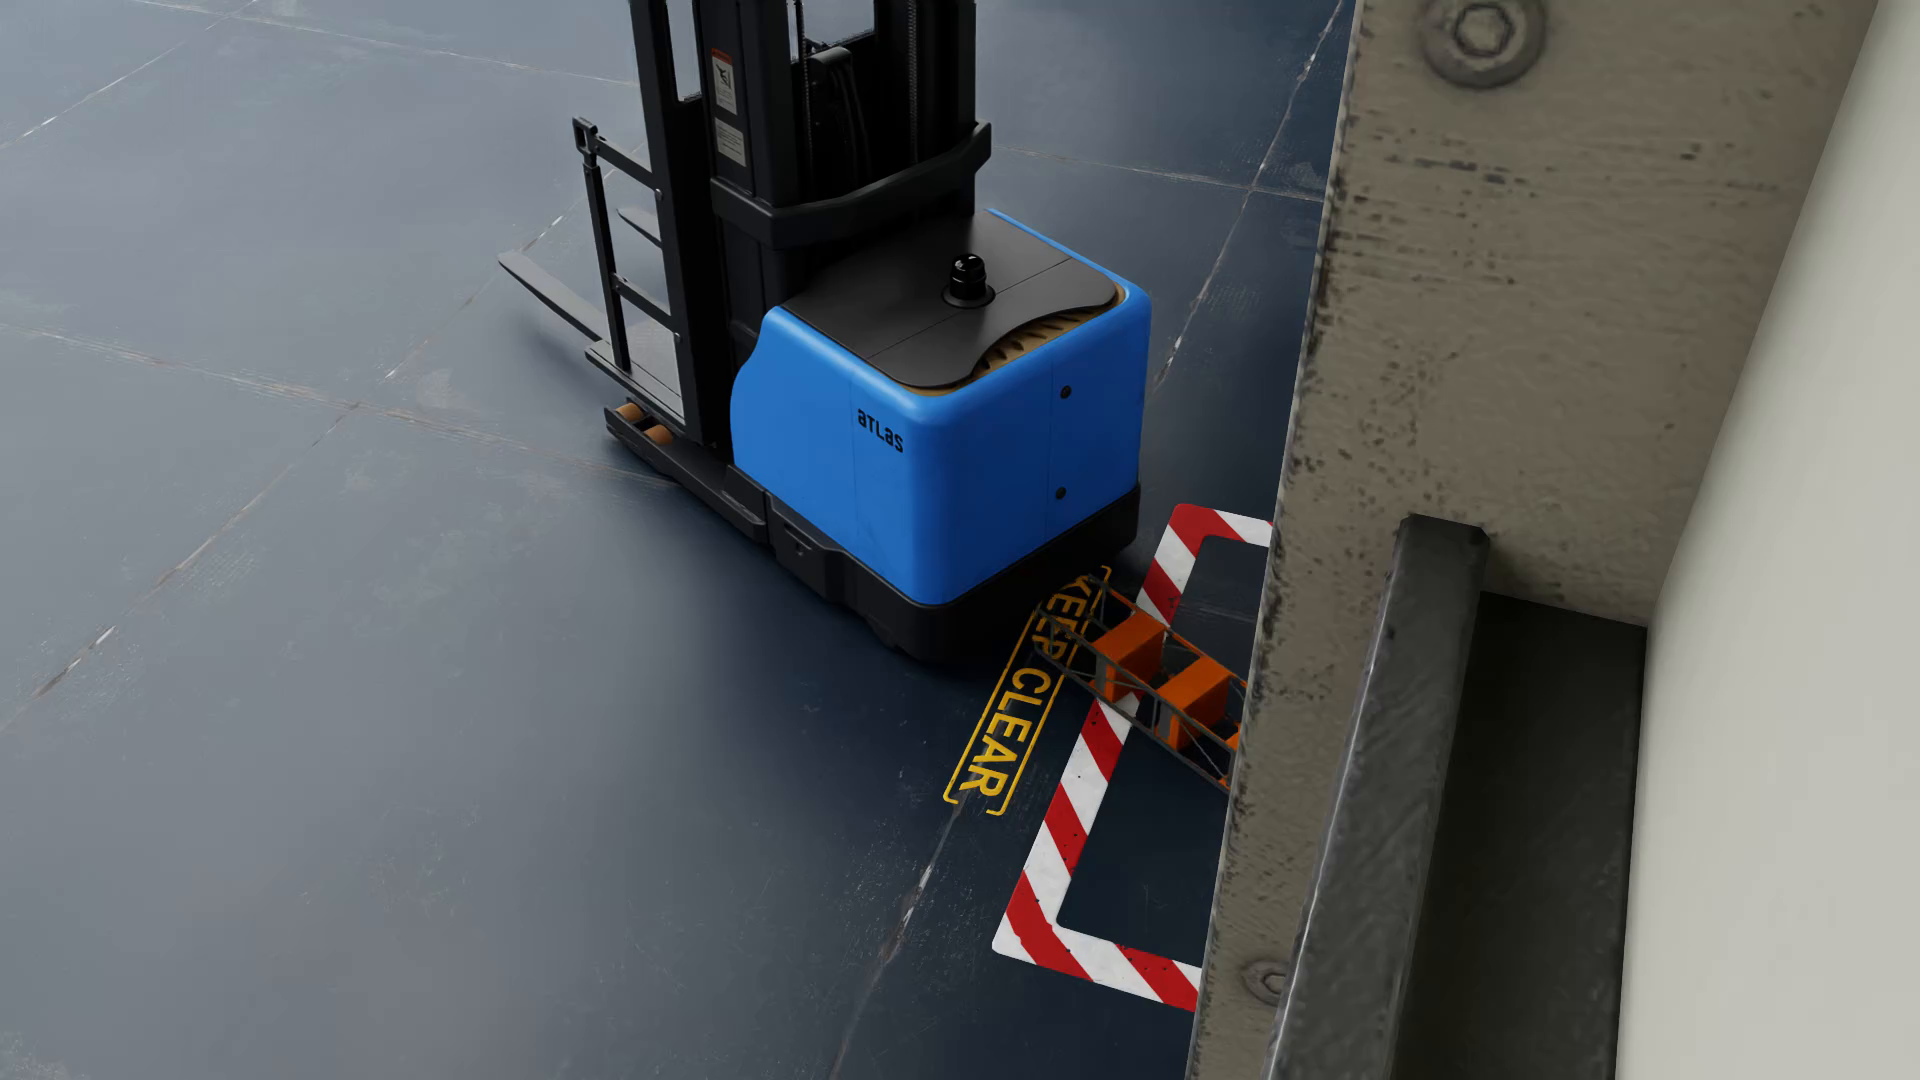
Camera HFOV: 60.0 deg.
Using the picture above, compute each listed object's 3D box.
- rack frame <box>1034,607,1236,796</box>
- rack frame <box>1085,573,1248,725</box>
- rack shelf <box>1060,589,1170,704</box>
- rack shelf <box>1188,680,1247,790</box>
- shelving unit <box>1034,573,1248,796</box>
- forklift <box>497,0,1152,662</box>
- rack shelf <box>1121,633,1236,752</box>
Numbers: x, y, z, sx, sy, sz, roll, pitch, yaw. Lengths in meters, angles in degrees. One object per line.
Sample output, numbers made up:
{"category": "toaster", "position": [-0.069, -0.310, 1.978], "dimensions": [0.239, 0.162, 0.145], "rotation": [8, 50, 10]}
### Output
{"category": "rack frame", "position": [0.609, 0.553, 5.235], "dimensions": [0.008, 0.200, 1.050], "rotation": [-31, 51, -31]}
{"category": "rack frame", "position": [0.788, 0.444, 5.360], "dimensions": [0.008, 0.200, 1.050], "rotation": [-31, 51, -31]}
{"category": "rack shelf", "position": [0.503, 0.356, 5.455], "dimensions": [0.240, 0.215, 0.259], "rotation": [-31, 51, -31]}
{"category": "rack shelf", "position": [0.884, 0.632, 5.148], "dimensions": [0.240, 0.215, 0.259], "rotation": [-31, 51, -31]}
{"category": "shelving unit", "position": [0.699, 0.498, 5.297], "dimensions": [0.252, 0.215, 1.050], "rotation": [-31, 51, -31]}
{"category": "forklift", "position": [-0.726, -1.586, 5.662], "dimensions": [1.130, 2.935, 3.031], "rotation": [-31, 49, -31]}
{"category": "rack shelf", "position": [0.692, 0.493, 5.303], "dimensions": [0.240, 0.215, 0.259], "rotation": [-31, 51, -31]}
